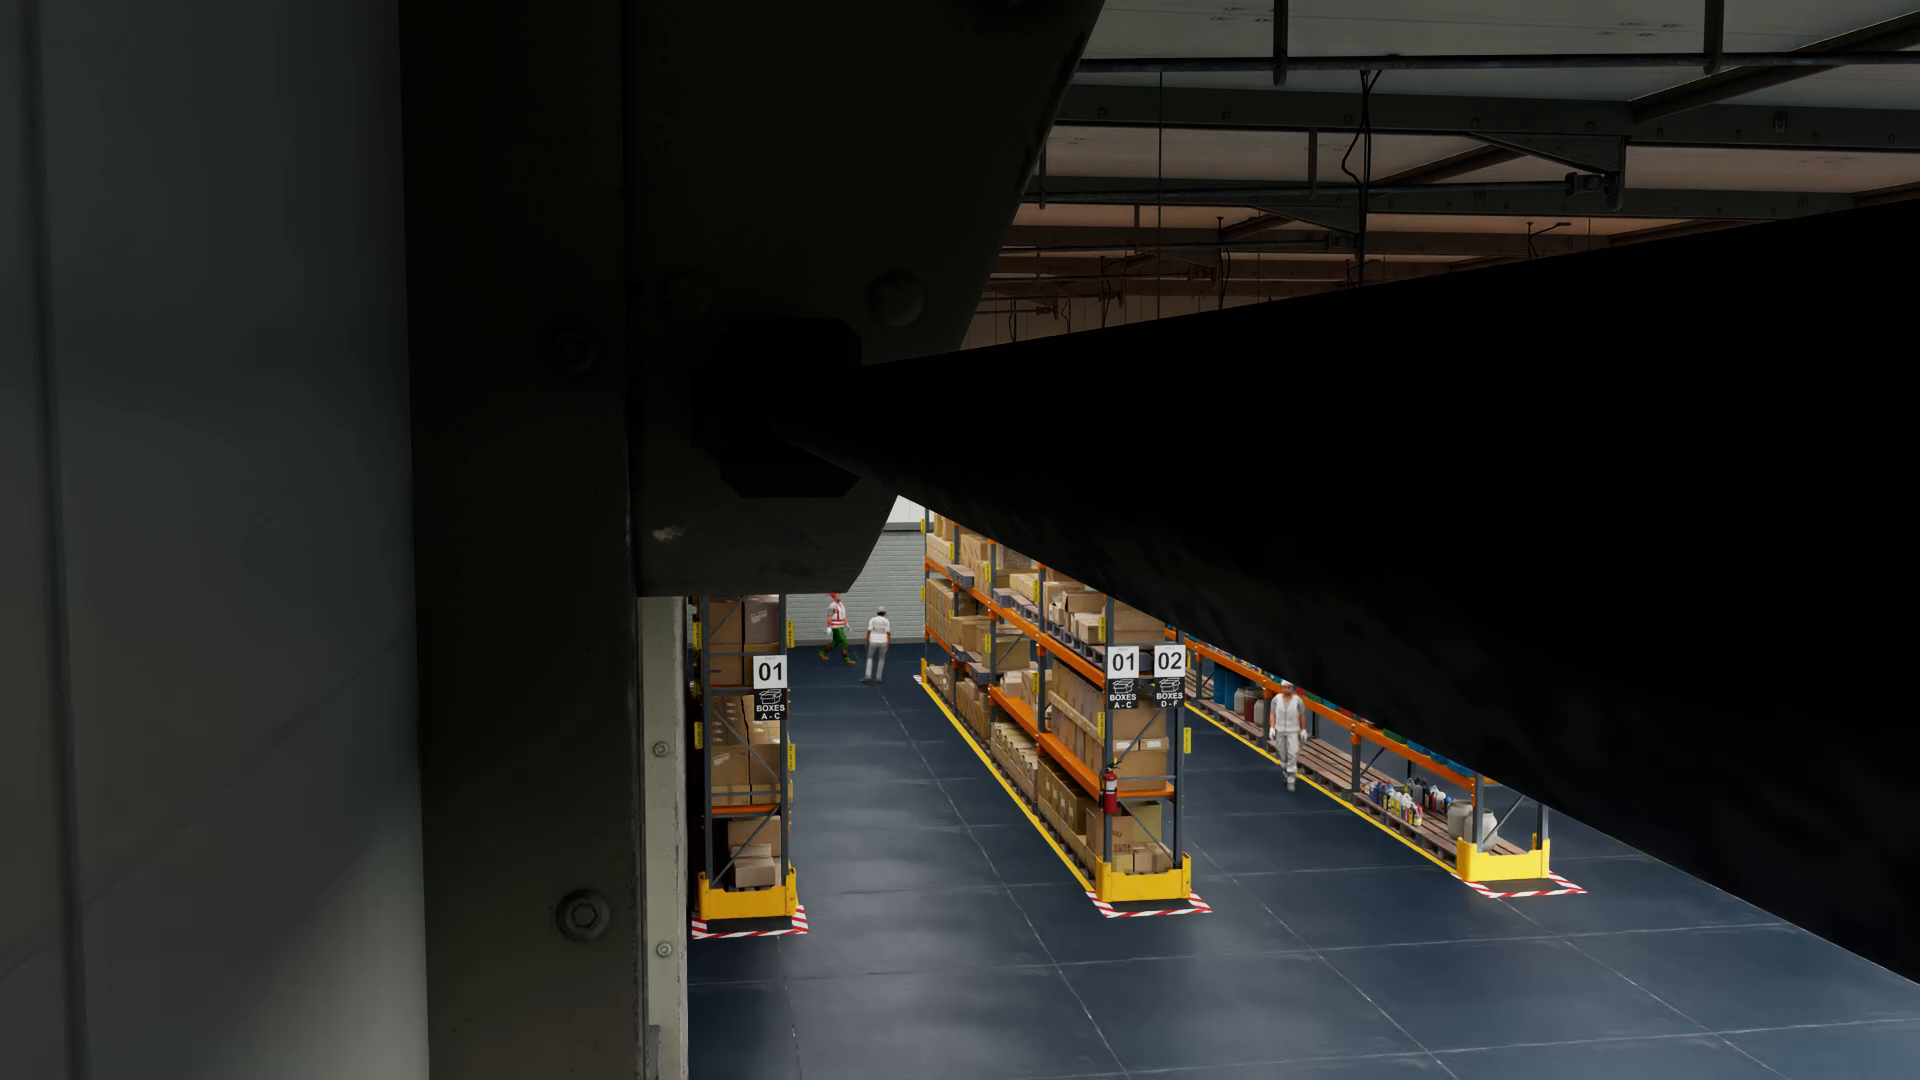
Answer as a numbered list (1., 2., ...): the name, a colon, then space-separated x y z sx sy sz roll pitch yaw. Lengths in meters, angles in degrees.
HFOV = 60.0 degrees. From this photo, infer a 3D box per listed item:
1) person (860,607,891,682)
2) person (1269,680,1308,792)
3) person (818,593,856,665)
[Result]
1. person: -1.857 2.307 36.575 0.662 1.677 0.426 0 5 2
2. person: 5.235 3.084 26.643 0.576 1.746 0.919 2 6 25
3. person: -2.885 2.036 38.863 1.003 1.756 0.537 2 5 19
